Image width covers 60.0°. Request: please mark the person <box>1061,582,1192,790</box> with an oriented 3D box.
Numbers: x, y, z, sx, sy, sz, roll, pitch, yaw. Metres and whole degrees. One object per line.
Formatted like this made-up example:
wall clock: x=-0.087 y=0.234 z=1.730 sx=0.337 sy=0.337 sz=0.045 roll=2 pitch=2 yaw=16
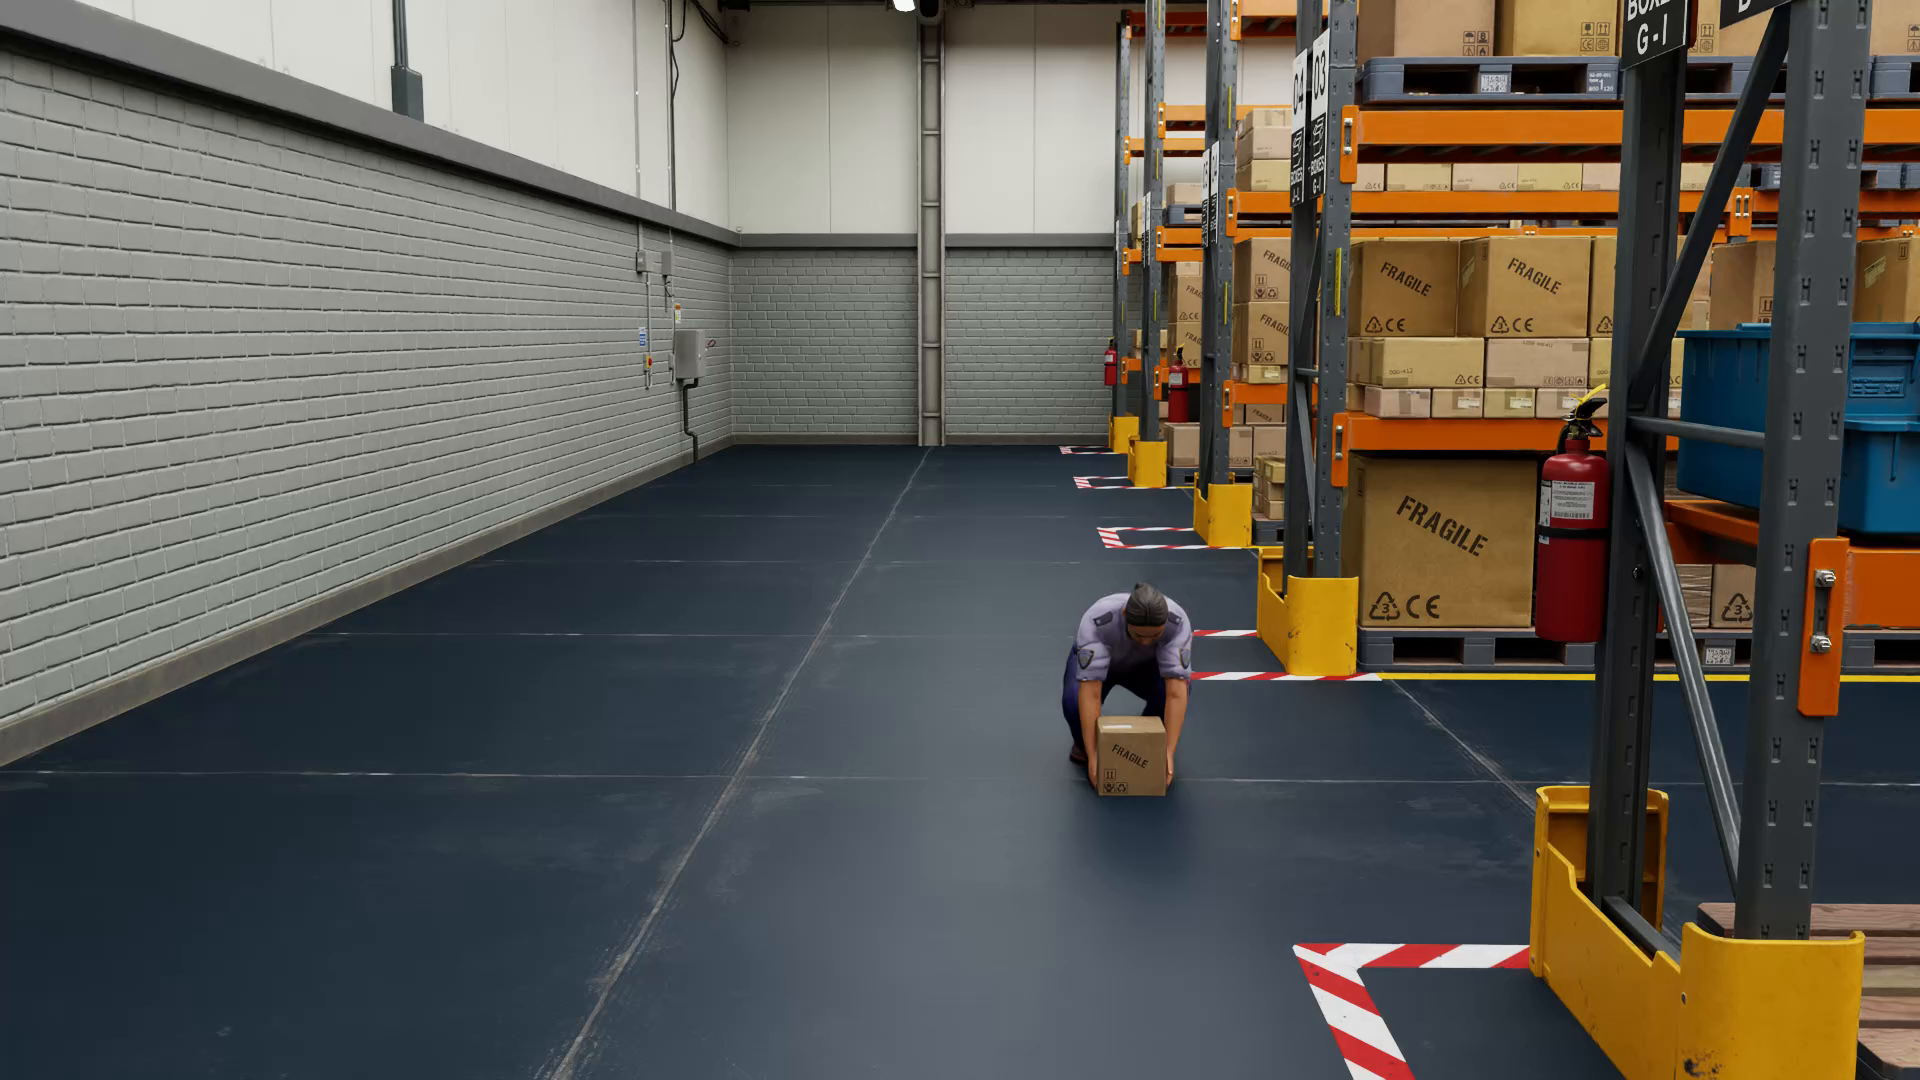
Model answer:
person: x=0.658 y=0.544 z=6.633 sx=0.512 sy=0.788 sz=0.738 roll=0 pitch=7 yaw=1
